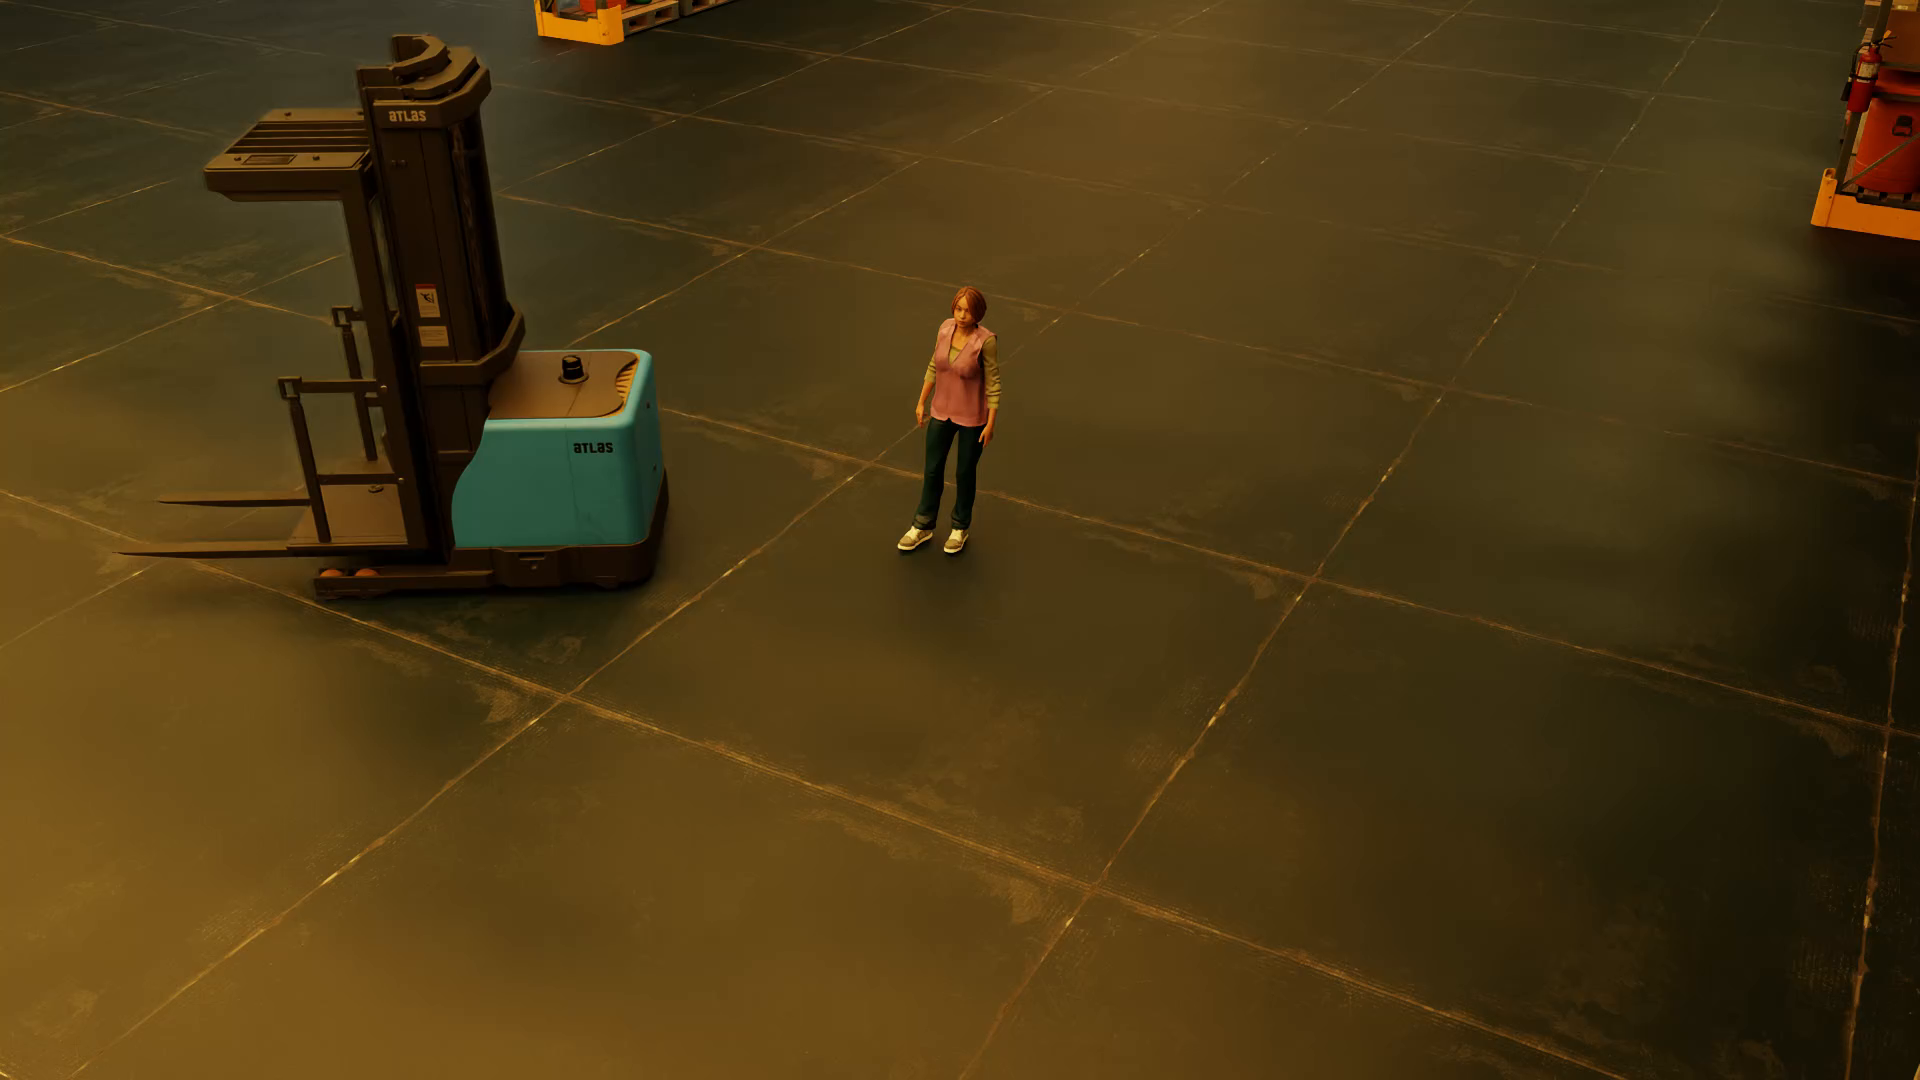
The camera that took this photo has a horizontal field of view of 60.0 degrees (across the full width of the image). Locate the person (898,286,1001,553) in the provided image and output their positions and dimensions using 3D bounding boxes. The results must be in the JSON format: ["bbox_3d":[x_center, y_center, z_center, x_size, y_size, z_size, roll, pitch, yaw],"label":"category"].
[{"bbox_3d":[-0.049,-0.669,9.549,0.520,1.599,0.473,15,33,25],"label":"person"}]

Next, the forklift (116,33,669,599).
[{"bbox_3d":[-3.294,-1.204,9.158,3.031,2.935,1.130,-1,30,-2],"label":"forklift"}]
